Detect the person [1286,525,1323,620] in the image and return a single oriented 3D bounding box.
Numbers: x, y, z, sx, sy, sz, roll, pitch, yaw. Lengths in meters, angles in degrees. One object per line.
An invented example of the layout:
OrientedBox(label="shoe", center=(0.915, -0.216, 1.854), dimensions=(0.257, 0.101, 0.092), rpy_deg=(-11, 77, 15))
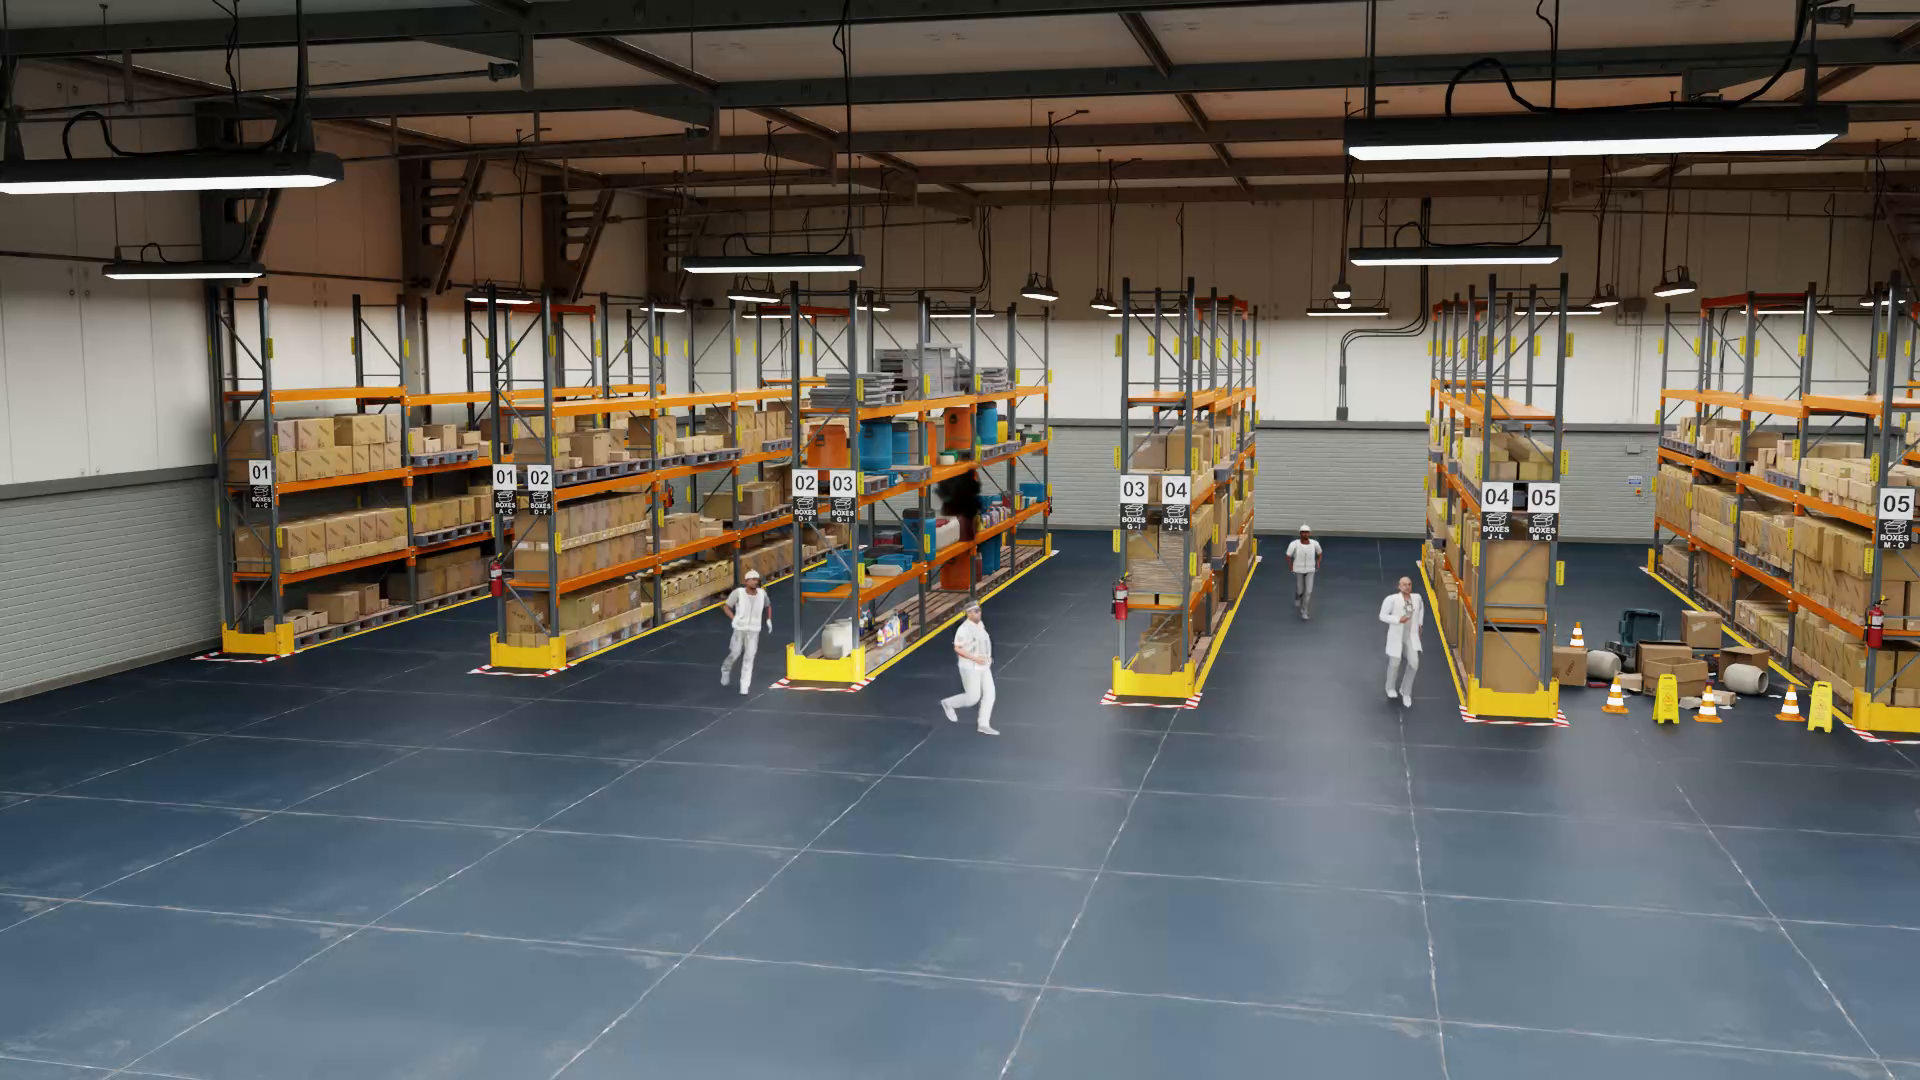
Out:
OrientedBox(label="person", center=(6.425, 0.585, 31.049), dimensions=(0.685, 1.738, 0.758), rpy_deg=(1, 7, 4))

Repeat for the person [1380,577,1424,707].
OrientedBox(label="person", center=(6.268, 1.434, 23.556), dimensions=(0.701, 1.848, 0.771), rpy_deg=(0, 7, 0))

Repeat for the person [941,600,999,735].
OrientedBox(label="person", center=(0.161, 1.651, 21.740), dimensions=(0.825, 1.762, 0.664), rpy_deg=(5, 8, 34))

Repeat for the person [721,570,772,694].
OrientedBox(label="person", center=(-3.095, 1.318, 24.408), dimensions=(0.746, 1.759, 0.889), rpy_deg=(-3, 7, -22))
